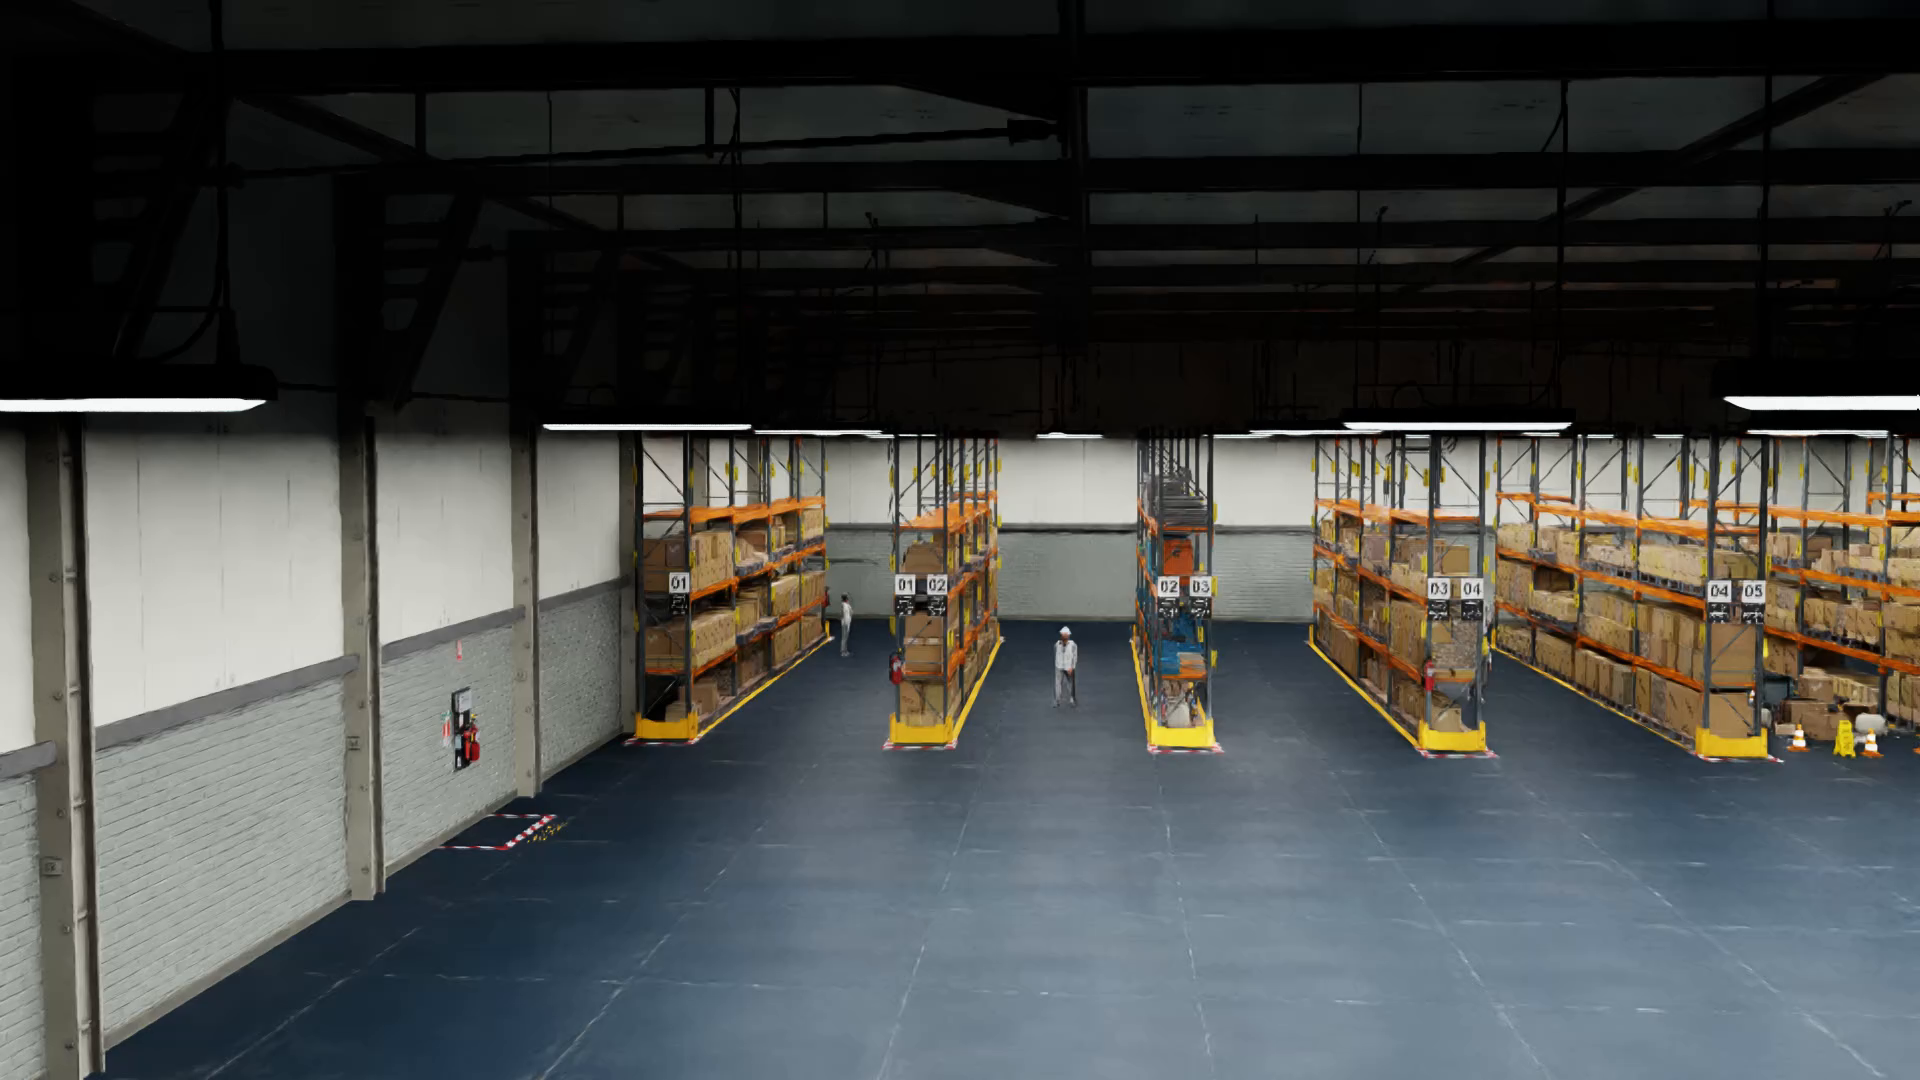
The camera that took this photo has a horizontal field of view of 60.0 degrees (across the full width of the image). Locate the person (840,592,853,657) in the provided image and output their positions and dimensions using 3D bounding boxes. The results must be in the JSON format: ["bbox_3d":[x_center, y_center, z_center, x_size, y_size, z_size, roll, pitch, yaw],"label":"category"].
[{"bbox_3d":[-3.008,2.222,44.052,0.366,1.680,0.586,-1,3,-9],"label":"person"}]

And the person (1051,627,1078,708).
[{"bbox_3d":[2.261,2.717,35.596,0.538,1.715,1.032,1,4,13],"label":"person"}]

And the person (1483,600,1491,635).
[{"bbox_3d":[13.718,2.209,44.160,0.729,1.733,0.538,0,3,4],"label":"person"}]

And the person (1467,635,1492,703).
[{"bbox_3d":[11.263,2.787,36.139,0.566,1.541,0.519,0,3,2],"label":"person"}]
